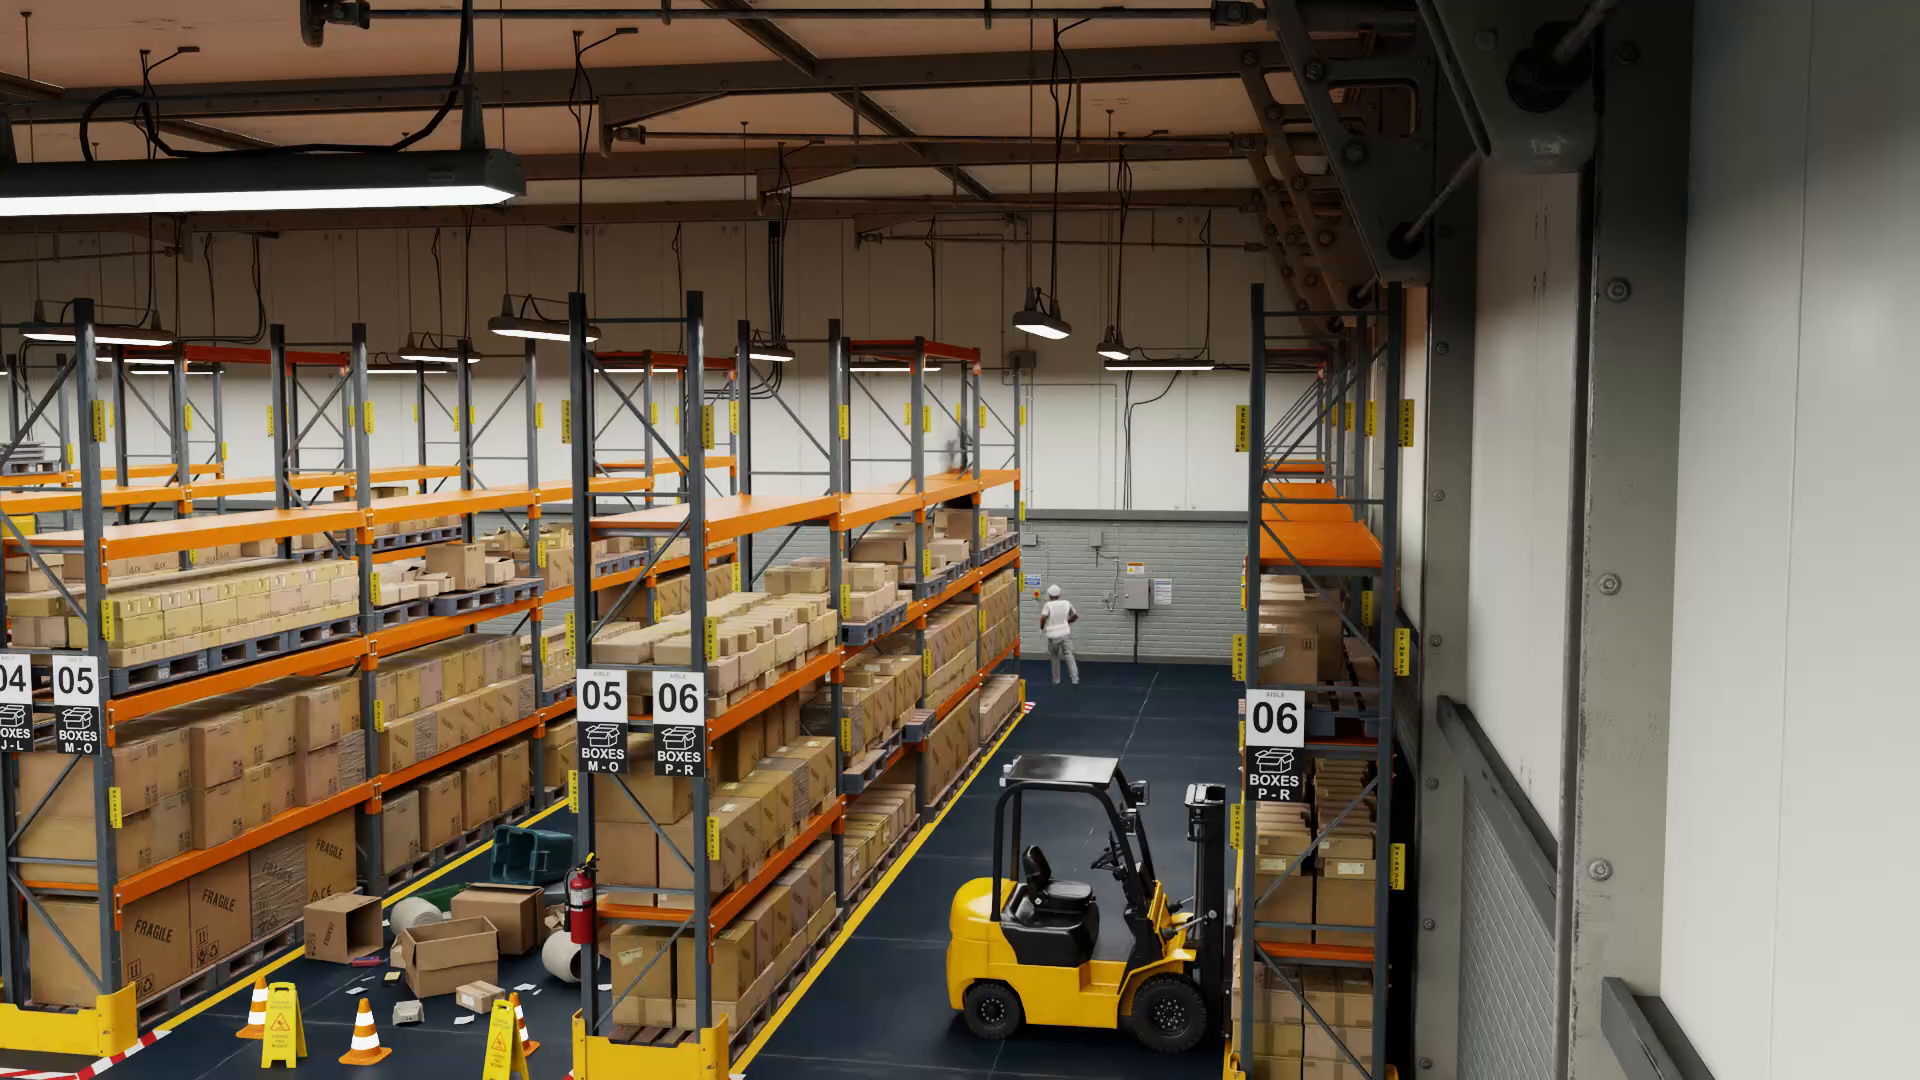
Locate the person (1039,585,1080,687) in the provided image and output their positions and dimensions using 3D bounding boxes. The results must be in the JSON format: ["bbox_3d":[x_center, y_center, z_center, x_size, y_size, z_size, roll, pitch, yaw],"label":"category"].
[{"bbox_3d":[1.666,1.678,28.786,0.739,1.812,0.828,-1,5,-15],"label":"person"}]

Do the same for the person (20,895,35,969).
[{"bbox_3d":[-8.508,3.083,14.865,0.649,1.804,1.026,0,5,0],"label":"person"}]
